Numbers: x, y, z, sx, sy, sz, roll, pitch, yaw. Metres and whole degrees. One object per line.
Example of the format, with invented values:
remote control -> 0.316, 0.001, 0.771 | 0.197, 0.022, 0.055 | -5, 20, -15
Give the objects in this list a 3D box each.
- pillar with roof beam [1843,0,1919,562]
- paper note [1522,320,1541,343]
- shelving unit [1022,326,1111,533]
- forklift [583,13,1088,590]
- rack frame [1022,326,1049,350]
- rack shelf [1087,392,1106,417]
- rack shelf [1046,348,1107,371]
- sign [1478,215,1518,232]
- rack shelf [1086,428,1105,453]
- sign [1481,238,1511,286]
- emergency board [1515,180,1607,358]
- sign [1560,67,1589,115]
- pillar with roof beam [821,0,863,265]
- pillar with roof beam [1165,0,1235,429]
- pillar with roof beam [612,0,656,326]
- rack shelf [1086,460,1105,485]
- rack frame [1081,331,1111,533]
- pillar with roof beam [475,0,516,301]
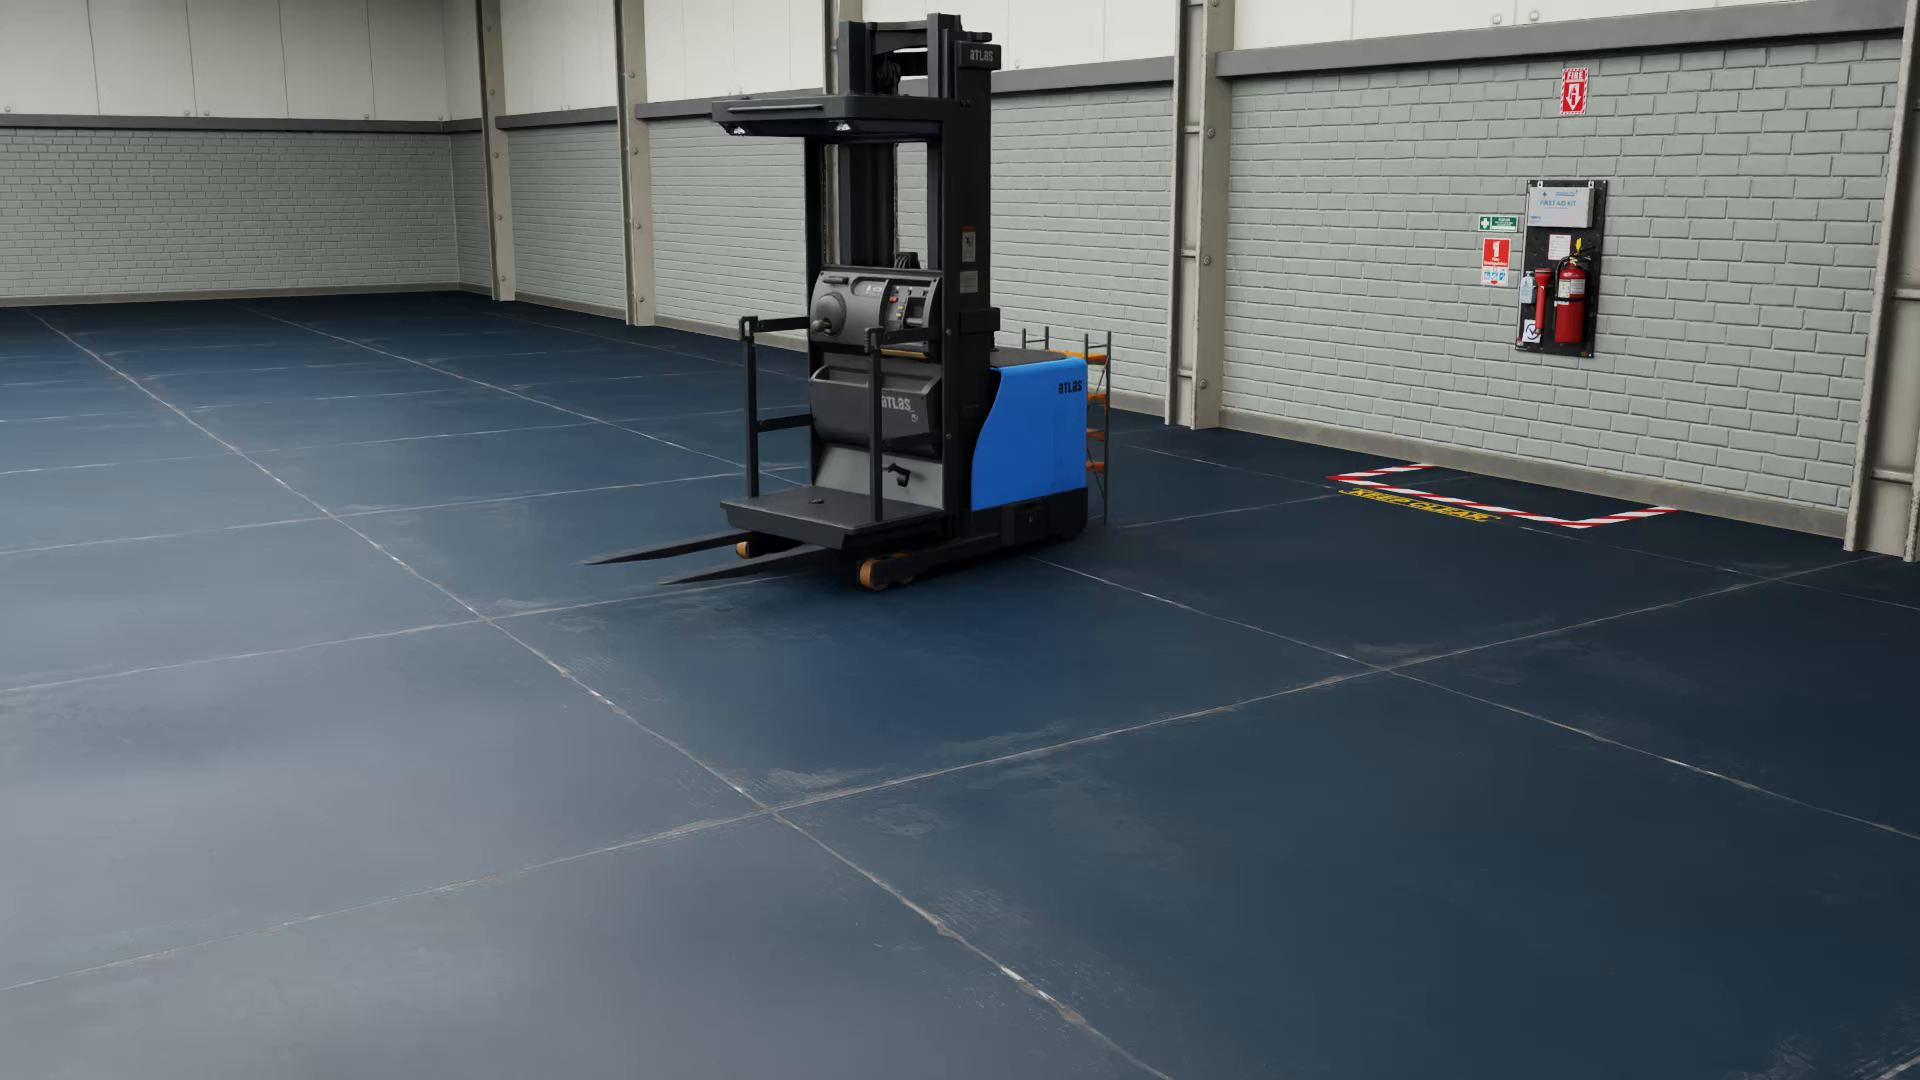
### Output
pillar with roof beam -> 1.757, -3.815, 6.243 | 9.100, 9.000, 0.400 | -8, 15, -33
paper note -> 3.963, -1.447, 11.520 | 0.016, 0.148, 0.142 | -8, 15, -33
shelving unit -> 0.641, -0.683, 10.173 | 0.503, 1.200, 0.258 | 11, 17, 42
forklift -> -0.613, -1.292, 8.909 | 1.130, 2.935, 3.031 | 11, 17, 42
rack frame -> 0.462, -0.718, 10.336 | 0.015, 1.200, 0.240 | 11, 17, 42
rack shelf -> 0.641, -0.836, 10.140 | 0.480, 0.148, 0.258 | 11, 17, 42
rack shelf -> 0.641, -1.067, 10.090 | 0.480, 0.148, 0.258 | 11, 17, 42
sign -> 3.778, -2.223, 11.681 | 0.001, 0.109, 0.331 | -8, 15, -33
rack shelf -> 0.640, -0.617, 10.188 | 0.480, 0.148, 0.258 | 11, 17, 42
sign -> 3.783, -1.966, 11.746 | 0.001, 0.329, 0.234 | -8, 15, -33
emergency board -> 4.004, -1.838, 11.245 | 0.194, 1.169, 0.643 | -8, 15, -33
sign -> 4.082, -2.984, 11.057 | 0.001, 0.298, 0.199 | -8, 15, -33
pillar with roof beam -> -4.891, -5.949, 16.002 | 9.100, 9.000, 0.400 | -8, 15, -33
pillar with roof beam -> -1.567, -4.882, 11.123 | 9.100, 9.000, 0.400 | -8, 15, -33
pillar with roof beam -> -8.215, -7.016, 20.882 | 9.100, 9.000, 0.400 | -8, 15, -33
rack shelf -> 0.640, -0.423, 10.230 | 0.480, 0.148, 0.258 | 11, 17, 42
rack frame -> 0.819, -0.647, 10.011 | 0.015, 1.200, 0.240 | 11, 17, 42
pillar with roof beam -> -11.540, -8.083, 25.762 | 9.100, 9.000, 0.400 | -8, 15, -33
